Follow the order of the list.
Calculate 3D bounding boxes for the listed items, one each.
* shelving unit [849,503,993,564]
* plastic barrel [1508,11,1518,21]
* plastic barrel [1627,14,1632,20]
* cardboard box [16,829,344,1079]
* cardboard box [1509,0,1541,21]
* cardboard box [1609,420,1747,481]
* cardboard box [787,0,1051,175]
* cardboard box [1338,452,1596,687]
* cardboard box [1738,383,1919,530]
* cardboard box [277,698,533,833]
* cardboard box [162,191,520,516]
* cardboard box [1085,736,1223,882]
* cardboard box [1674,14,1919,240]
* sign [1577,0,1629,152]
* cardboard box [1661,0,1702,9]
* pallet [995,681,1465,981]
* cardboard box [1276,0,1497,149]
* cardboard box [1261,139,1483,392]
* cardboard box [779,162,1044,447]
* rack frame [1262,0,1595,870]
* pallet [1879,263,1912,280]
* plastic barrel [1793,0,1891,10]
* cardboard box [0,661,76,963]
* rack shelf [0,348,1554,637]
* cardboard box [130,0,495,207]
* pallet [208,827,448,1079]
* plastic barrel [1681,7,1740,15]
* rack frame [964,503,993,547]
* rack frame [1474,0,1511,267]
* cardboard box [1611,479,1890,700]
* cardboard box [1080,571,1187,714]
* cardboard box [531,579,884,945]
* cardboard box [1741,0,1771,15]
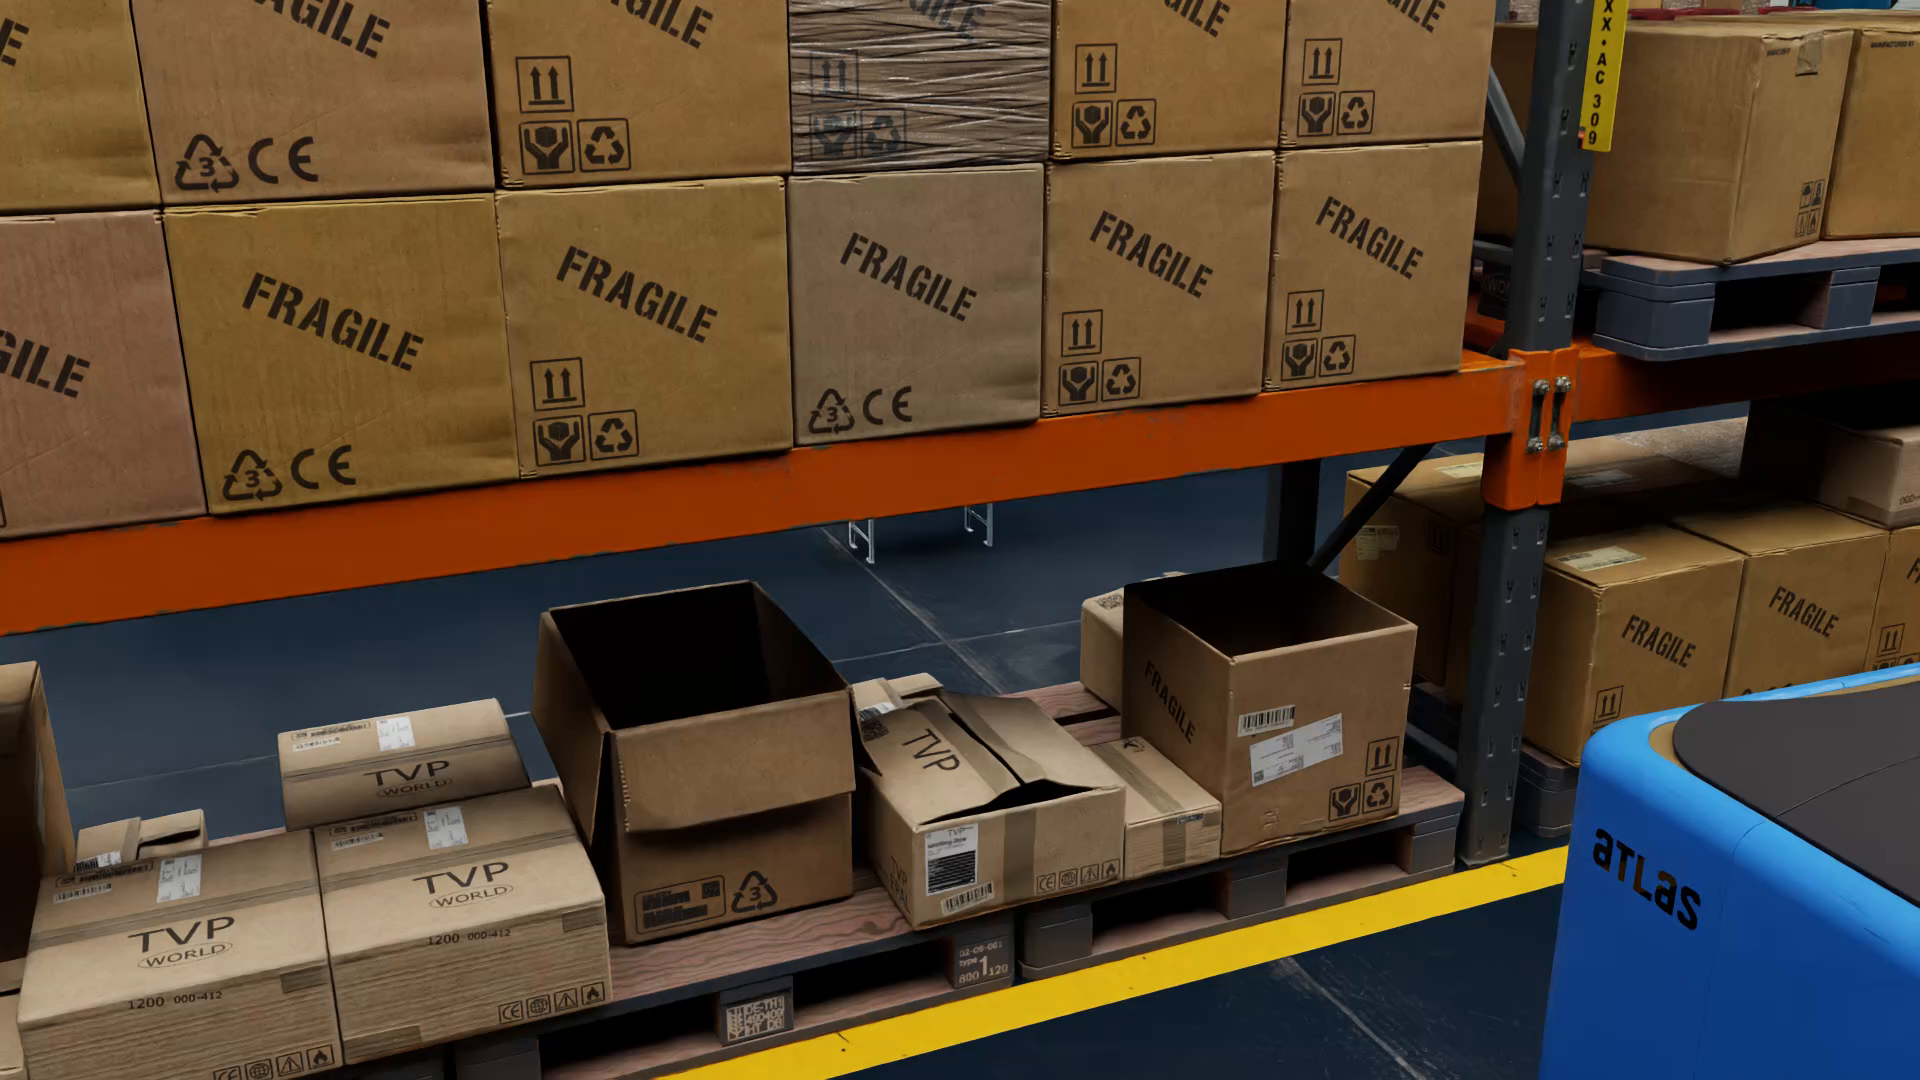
[{"bbox_3d":[-0.152,-0.544,6.261,0.503,1.200,0.258,-8,21,-22],"label":"shelving unit"},{"bbox_3d":[3.155,-3.002,10.327,0.708,0.536,0.600,-8,21,-22],"label":"plastic barrel"},{"bbox_3d":[4.096,-3.093,10.622,0.421,0.512,0.421,0,19,0],"label":"plastic barrel"},{"bbox_3d":[-1.467,0.818,3.161,0.500,0.250,0.500,-8,21,-22],"label":"cardboard box"},{"bbox_3d":[4.998,-5.049,15.746,0.500,0.500,0.875,-8,21,-22],"label":"cardboard box"},{"bbox_3d":[2.392,-0.056,5.267,0.500,0.500,0.500,-8,21,-21],"label":"cardboard box"},{"bbox_3d":[-0.159,-0.986,3.150,0.500,0.500,0.500,-8,21,-21],"label":"cardboard box"},{"bbox_3d":[1.475,0.072,4.902,0.500,0.500,0.500,-8,21,-22],"label":"cardboard box"},{"bbox_3d":[2.594,-0.250,4.688,0.500,0.250,0.500,-8,21,-22],"label":"cardboard box"},{"bbox_3d":[-1.252,0.606,3.762,0.500,0.250,0.500,-8,21,-22],"label":"cardboard box"},{"bbox_3d":[-1.092,-0.381,2.936,0.500,0.500,0.500,-8,21,-22],"label":"cardboard box"},{"bbox_3d":[0.404,0.619,3.877,0.250,0.149,0.380,-8,21,-22],"label":"cardboard box"},{"bbox_3d":[2.265,-1.096,4.336,0.500,0.500,0.700,-5,20,-13],"label":"cardboard box"},{"bbox_3d":[1.357,-0.991,3.517,0.005,0.325,0.100,-8,21,-22],"label":"sign"},{"bbox_3d":[6.829,-5.316,16.504,0.500,0.500,0.875,-8,21,-22],"label":"cardboard box"},{"bbox_3d":[0.504,0.658,4.335,1.213,0.211,1.003,-8,21,-22],"label":"pallet"},{"bbox_3d":[0.773,-1.121,3.532,0.500,0.500,0.500,-8,21,-22],"label":"cardboard box"},{"bbox_3d":[0.778,-0.650,3.702,0.500,0.500,0.500,-8,21,-21],"label":"cardboard box"},{"bbox_3d":[-0.166,-0.514,3.314,0.500,0.500,0.500,-8,21,-21],"label":"cardboard box"},{"bbox_3d":[1.135,-0.747,4.128,0.127,3.000,1.000,-8,21,-22],"label":"rack frame"},{"bbox_3d":[3.024,-0.926,4.923,1.213,0.211,1.003,-8,21,-22],"label":"pallet"},{"bbox_3d":[6.047,-3.589,11.443,0.708,0.901,0.600,-8,21,-22],"label":"plastic barrel"},{"bbox_3d":[-2.136,0.604,3.392,0.500,0.500,0.500,-8,21,-22],"label":"cardboard box"},{"bbox_3d":[-0.701,-0.145,3.500,4.000,0.370,1.077,-8,21,-22],"label":"rack shelf"},{"bbox_3d":[-1.088,-0.853,2.772,0.500,0.500,0.500,-8,21,-21],"label":"cardboard box"},{"bbox_3d":[-1.736,0.979,3.423,1.213,0.211,1.003,-8,21,-22],"label":"pallet"},{"bbox_3d":[4.883,-3.219,10.944,0.433,0.535,0.433,0,19,0],"label":"plastic barrel"},{"bbox_3d":[0.072,-0.576,6.352,0.015,1.200,0.240,-8,21,-22],"label":"rack frame"},{"bbox_3d":[2.849,-2.784,9.914,0.127,3.000,1.000,-8,21,-22],"label":"rack frame"},{"bbox_3d":[2.161,0.161,4.648,0.500,0.500,0.500,-8,21,-21],"label":"cardboard box"},{"bbox_3d":[0.664,0.303,4.532,0.500,0.311,0.500,-8,21,-22],"label":"cardboard box"},{"bbox_3d":[-0.588,0.472,3.763,0.637,0.503,0.797,-8,21,-22],"label":"cardboard box"},{"bbox_3d":[7.717,-5.471,16.944,0.500,0.500,0.875,-8,21,-22],"label":"cardboard box"}]
